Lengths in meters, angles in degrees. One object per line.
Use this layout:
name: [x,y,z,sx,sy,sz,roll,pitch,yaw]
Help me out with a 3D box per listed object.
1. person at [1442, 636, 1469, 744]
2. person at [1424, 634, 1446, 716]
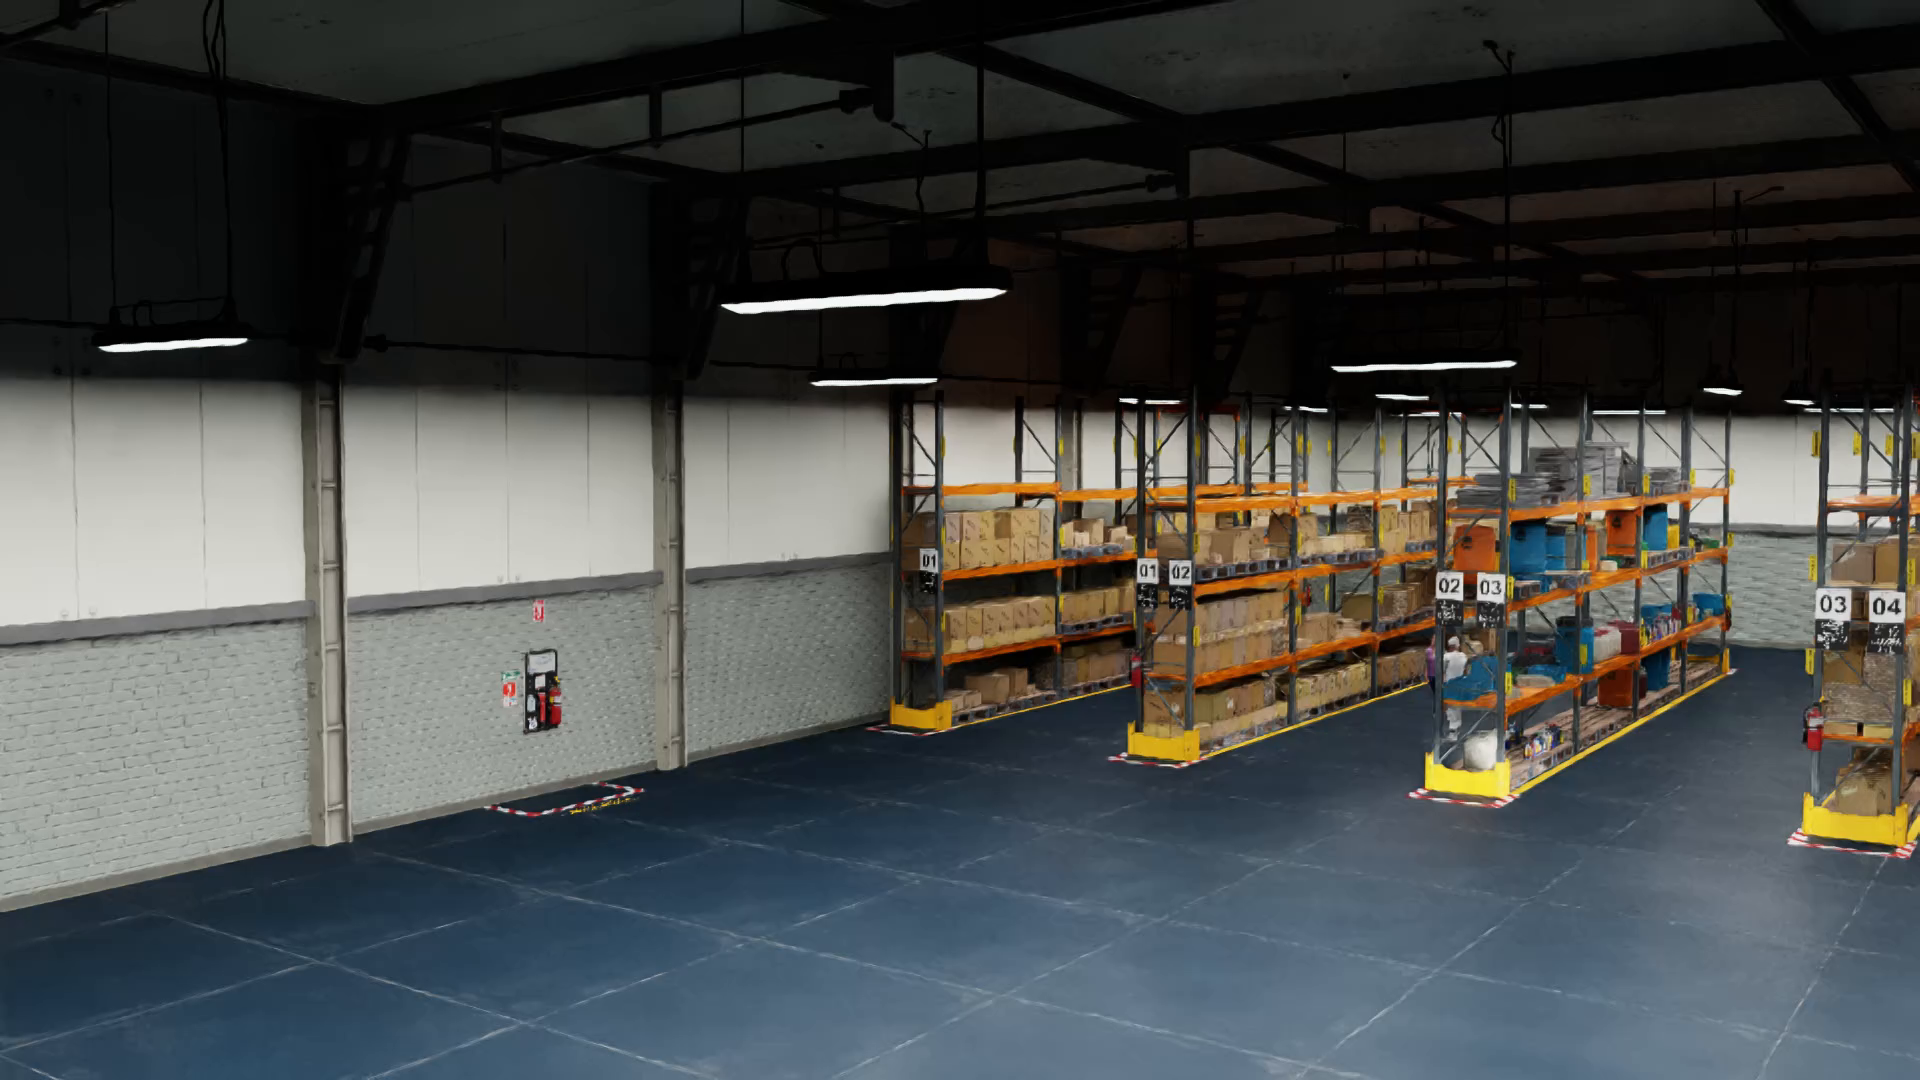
person: [8.325,2.513,28.109,0.653,1.786,0.569,-2,4,-26]
person: [8.826,2.488,30.883,0.418,1.514,1.039,2,4,32]
